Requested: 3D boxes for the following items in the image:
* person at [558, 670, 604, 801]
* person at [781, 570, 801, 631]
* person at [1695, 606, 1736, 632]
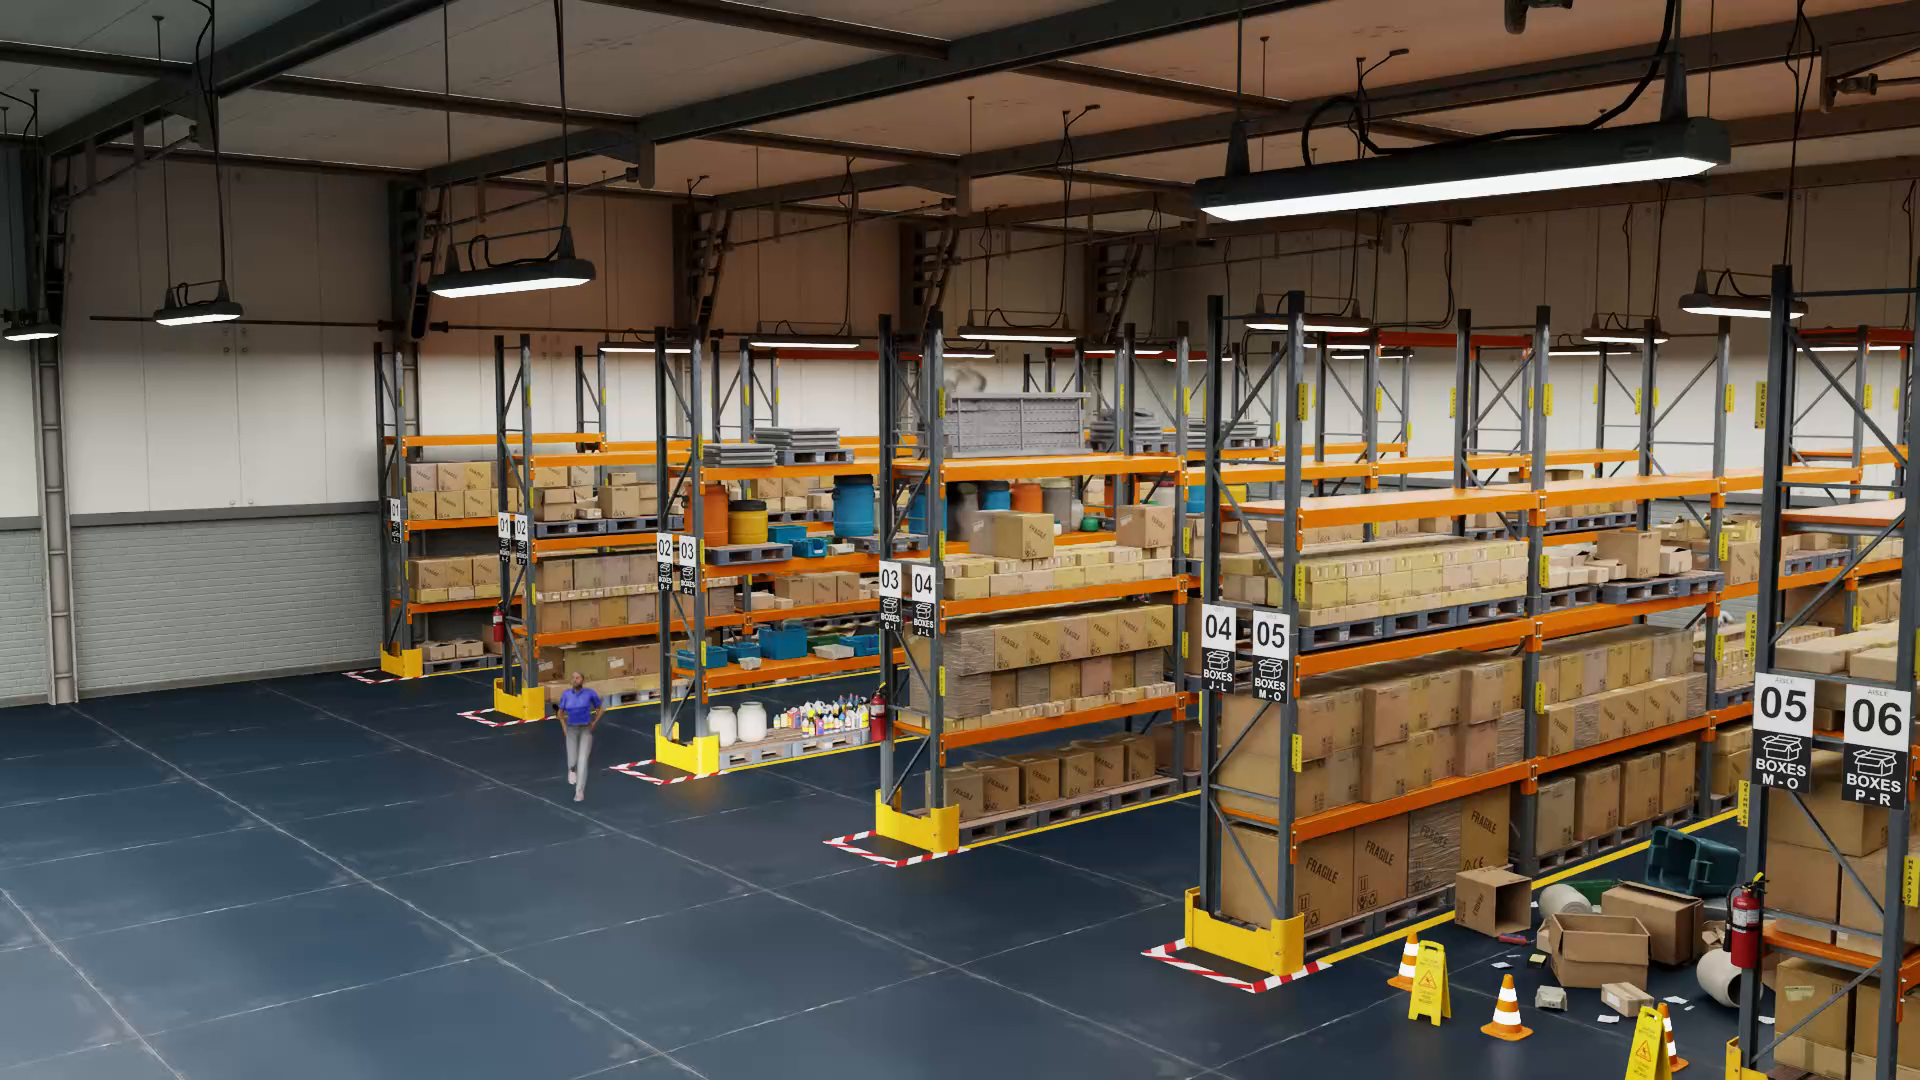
[{"bbox_3d":[-4.809,2.497,21.141,0.581,1.541,0.664,0,5,-5],"label":"person"},{"bbox_3d":[-3.266,1.330,32.630,0.740,1.743,0.767,4,7,39],"label":"person"},{"bbox_3d":[12.859,1.778,28.250,0.655,1.643,0.855,1,5,15],"label":"person"}]
